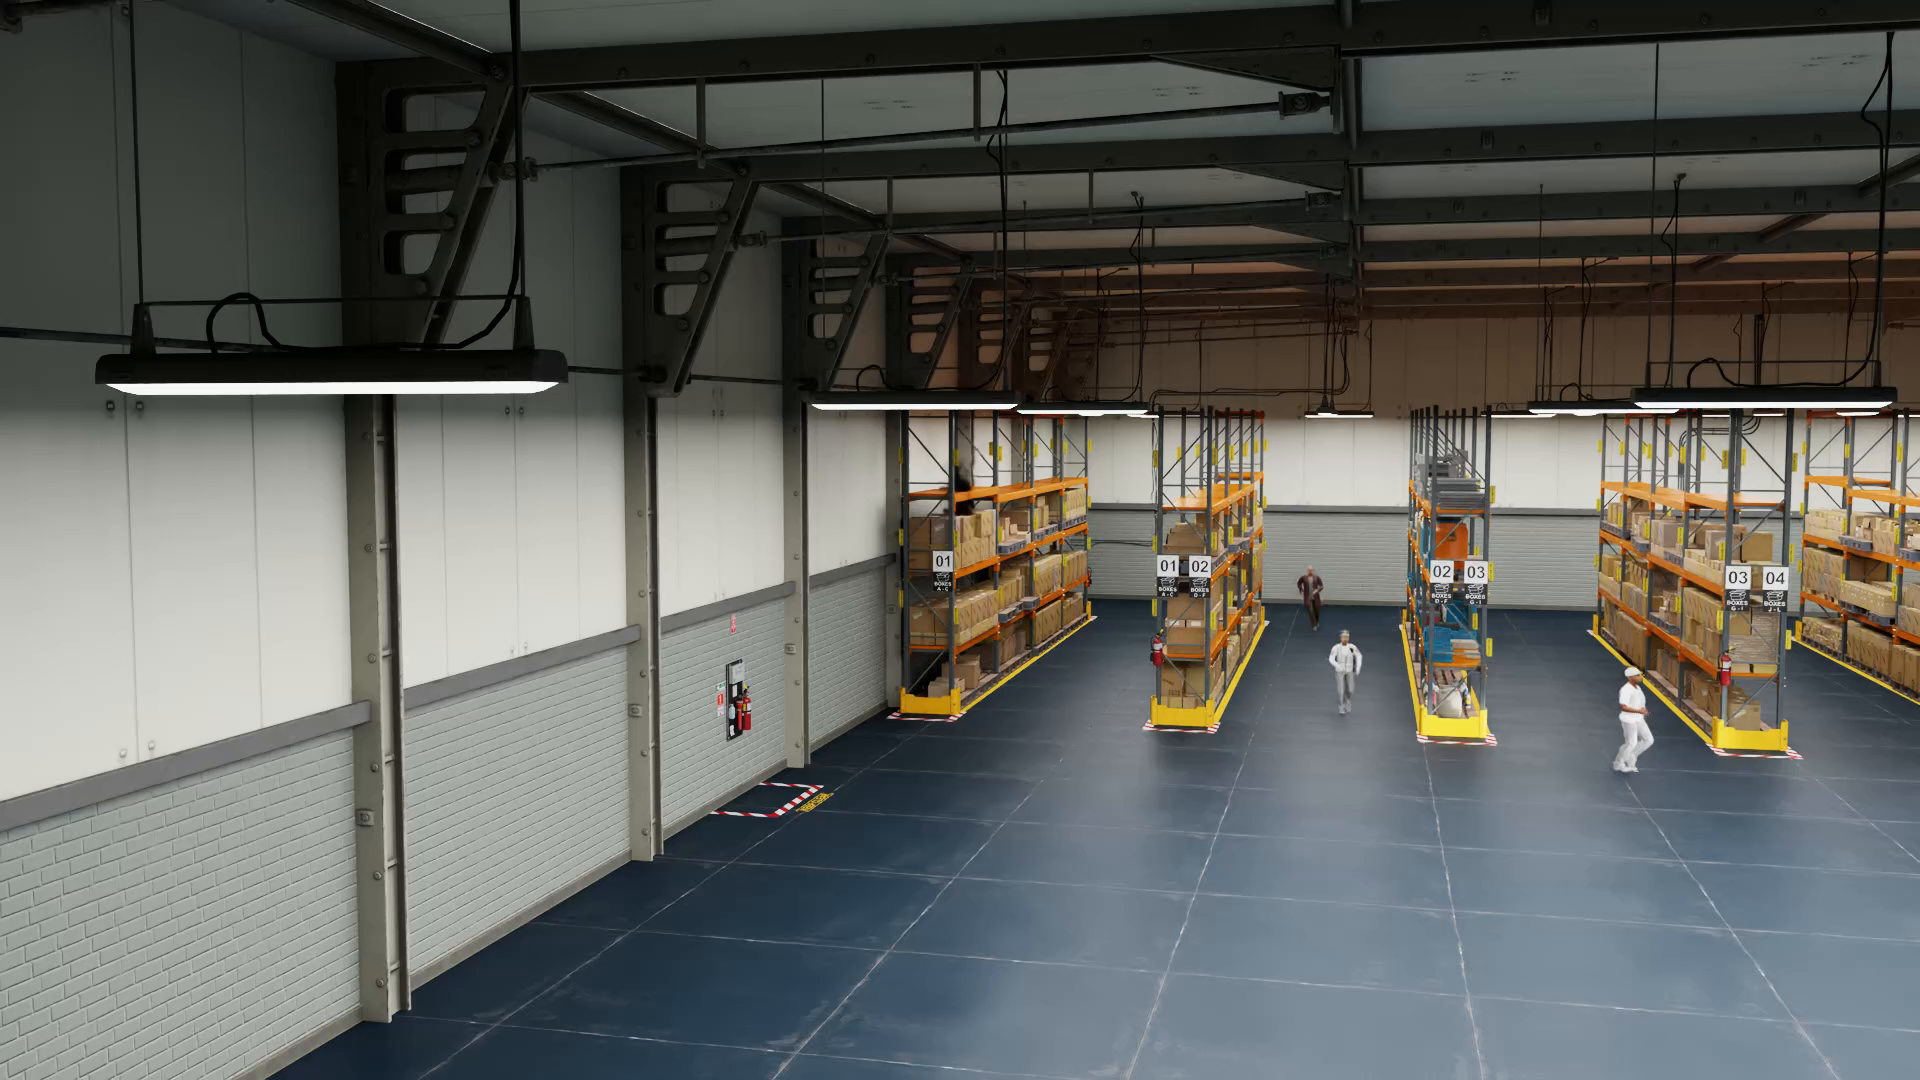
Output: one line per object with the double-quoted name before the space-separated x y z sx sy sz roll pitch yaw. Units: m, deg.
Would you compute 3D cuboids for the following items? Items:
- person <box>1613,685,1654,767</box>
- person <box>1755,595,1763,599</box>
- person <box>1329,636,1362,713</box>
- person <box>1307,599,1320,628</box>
"person" 10.883 3.008 26.917 0.656 1.396 0.587 -4 6 -45
"person" 21.106 1.712 43.936 0.687 1.509 0.659 -2 5 -29
"person" 7.502 2.584 32.350 0.659 1.602 0.474 0 4 5
"person" 9.637 1.890 45.517 0.415 0.965 0.717 0 4 7
